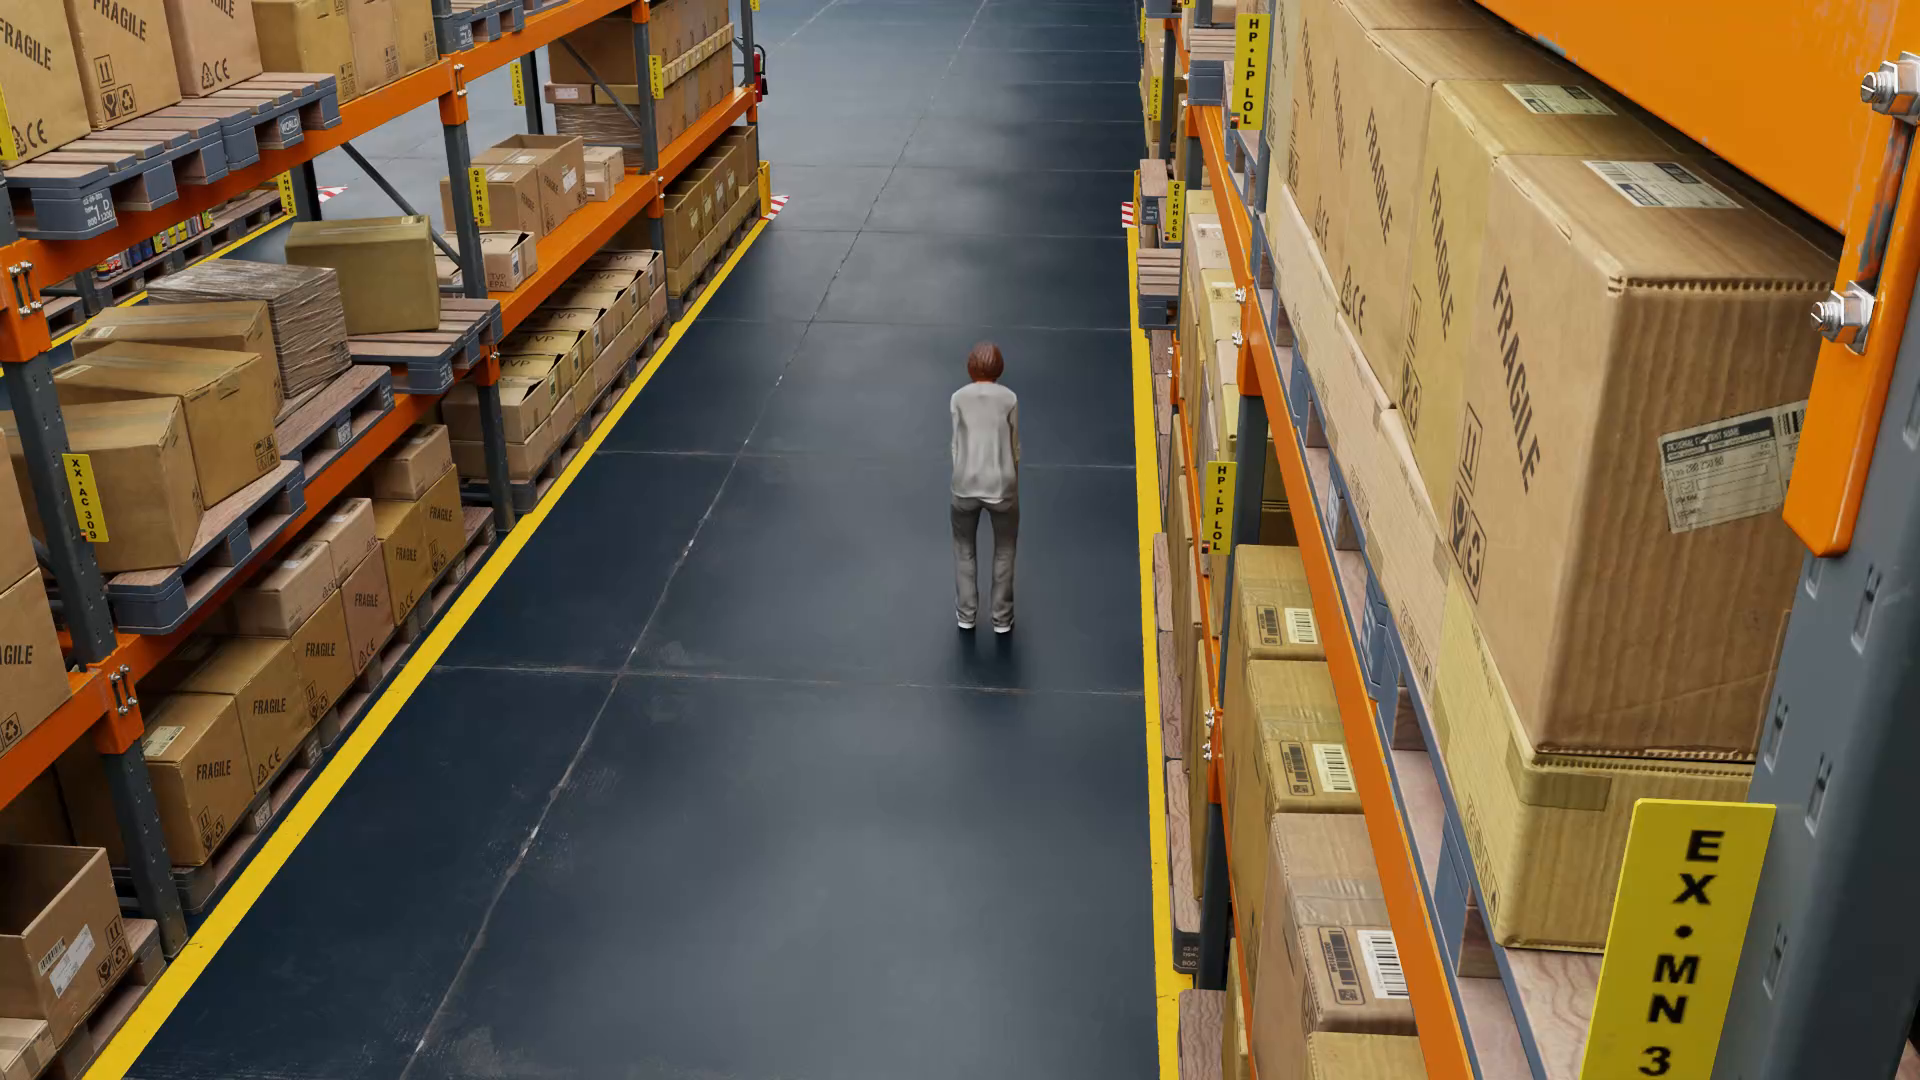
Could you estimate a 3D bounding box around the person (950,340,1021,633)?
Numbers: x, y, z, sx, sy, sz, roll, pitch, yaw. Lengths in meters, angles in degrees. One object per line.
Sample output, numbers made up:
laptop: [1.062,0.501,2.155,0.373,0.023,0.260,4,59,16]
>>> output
person: [0.131,-0.264,8.770,0.373,1.535,0.541,1,25,3]
